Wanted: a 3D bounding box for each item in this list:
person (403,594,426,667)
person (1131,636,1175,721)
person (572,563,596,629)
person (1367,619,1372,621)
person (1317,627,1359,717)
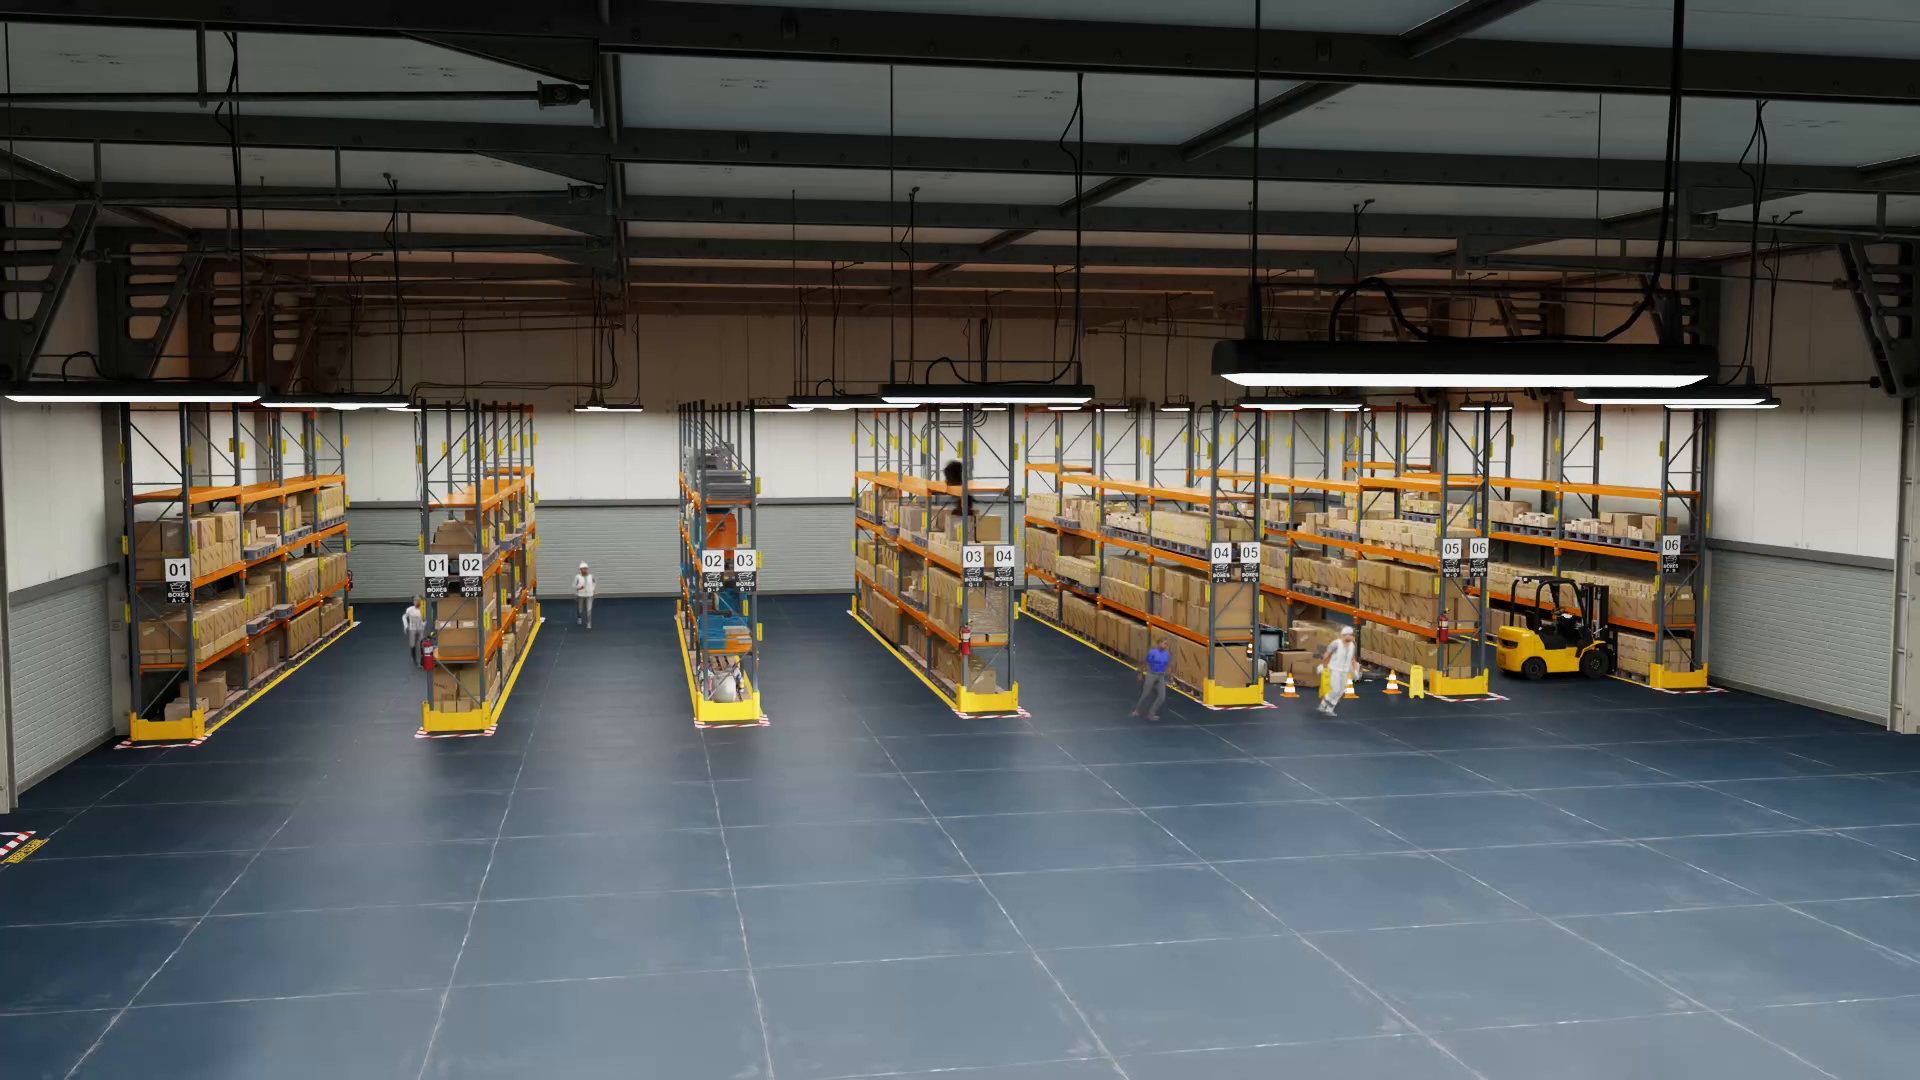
[{"bbox_3d":[-12.241,2.050,37.453,0.609,1.655,0.611,-1,4,-15],"label":"person"},{"bbox_3d":[3.602,2.619,31.182,0.717,1.541,0.585,-2,5,-27],"label":"person"},{"bbox_3d":[-10.021,1.492,44.424,0.666,1.750,0.895,-2,5,-22],"label":"person"},{"bbox_3d":[10.520,1.709,41.724,0.626,1.698,0.918,-1,5,-17],"label":"person"},{"bbox_3d":[7.149,2.488,31.407,0.672,1.740,0.607,-2,5,-28],"label":"person"}]
